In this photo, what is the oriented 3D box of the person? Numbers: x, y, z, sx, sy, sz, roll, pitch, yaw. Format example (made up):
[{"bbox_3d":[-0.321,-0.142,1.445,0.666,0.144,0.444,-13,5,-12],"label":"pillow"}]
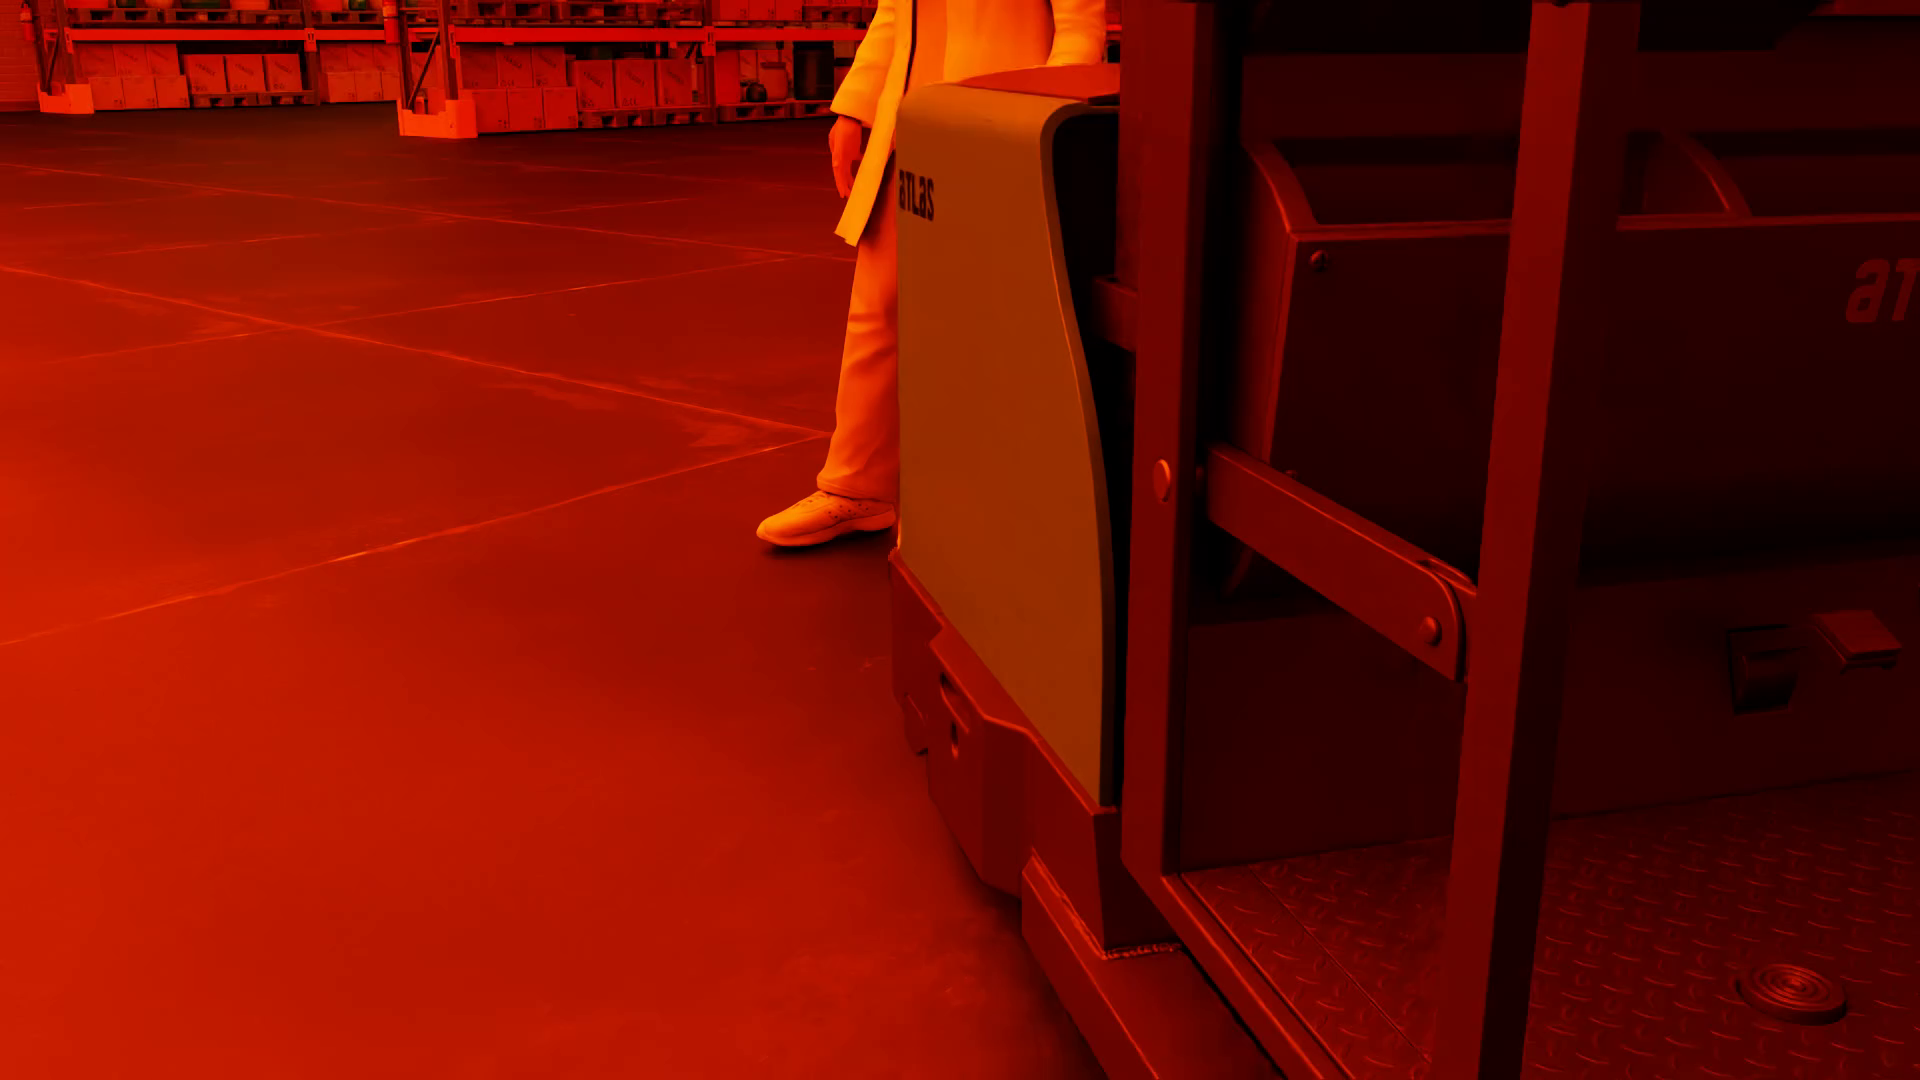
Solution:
[{"bbox_3d":[-0.061,-0.838,3.618,0.696,1.776,0.581,13,21,37],"label":"person"}]

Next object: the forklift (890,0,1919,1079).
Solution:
[{"bbox_3d":[0.770,-0.715,1.254,1.130,2.935,3.031,-5,17,-15],"label":"forklift"}]
